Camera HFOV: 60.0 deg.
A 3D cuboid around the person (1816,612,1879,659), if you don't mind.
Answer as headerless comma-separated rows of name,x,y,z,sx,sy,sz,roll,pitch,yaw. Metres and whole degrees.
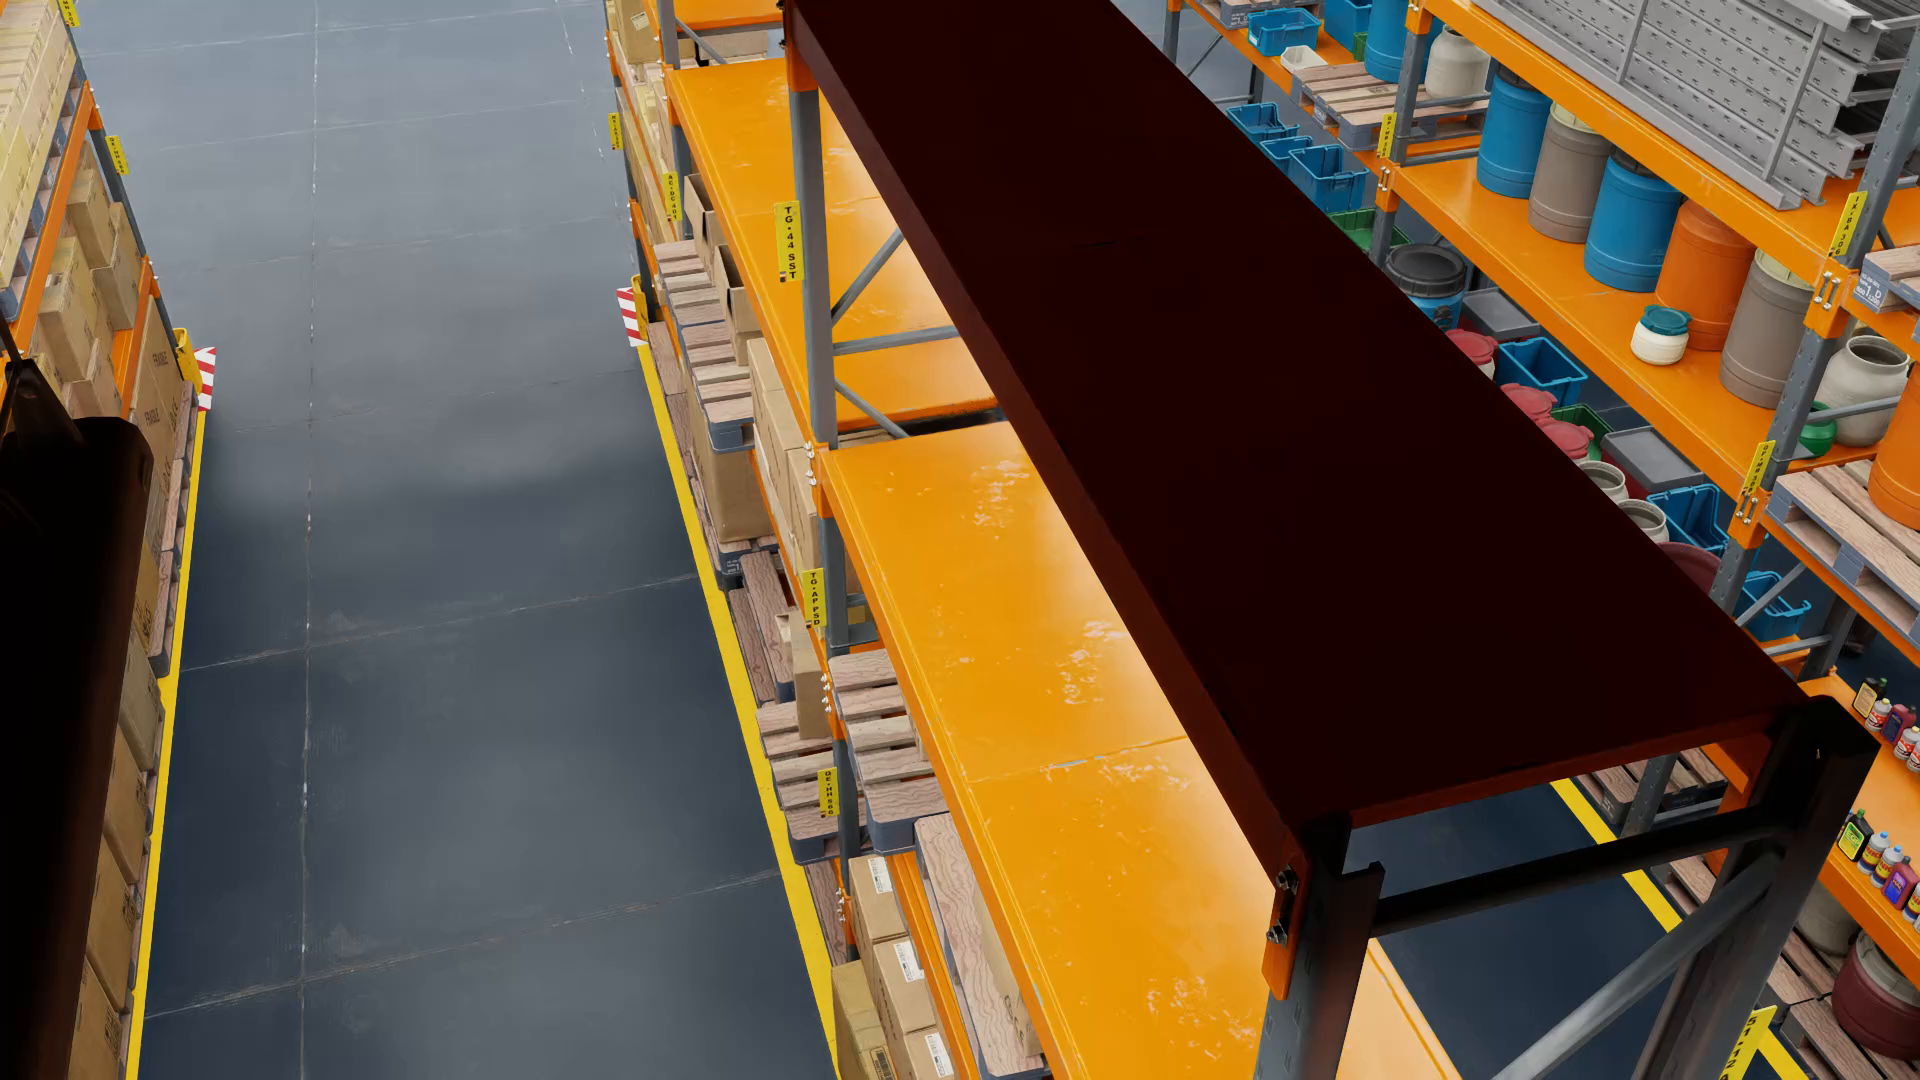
person,6.369,0.131,11.337,0.516,1.755,0.580,9,39,11
